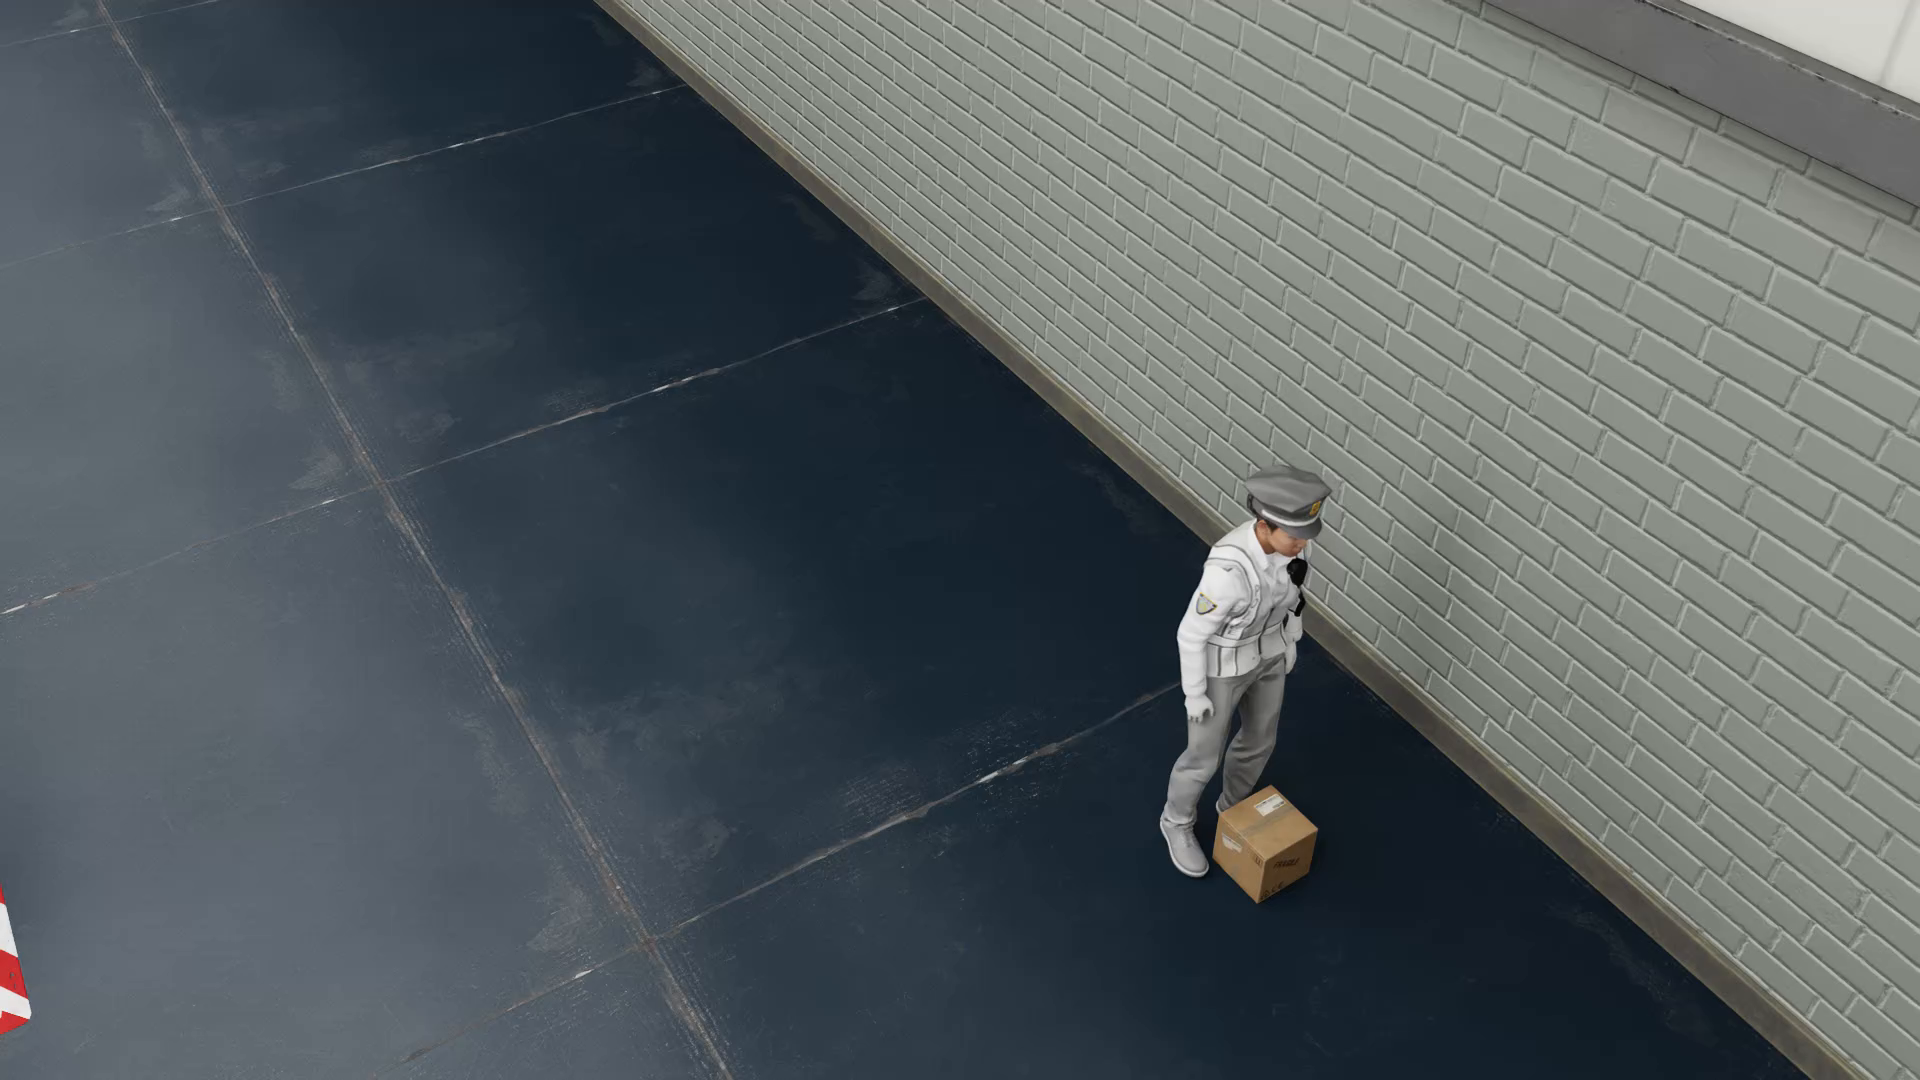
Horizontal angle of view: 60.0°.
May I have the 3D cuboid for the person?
[{"bbox_3d":[0.970,0.437,5.653,0.533,1.662,0.414,-25,47,-26],"label":"person"}]
